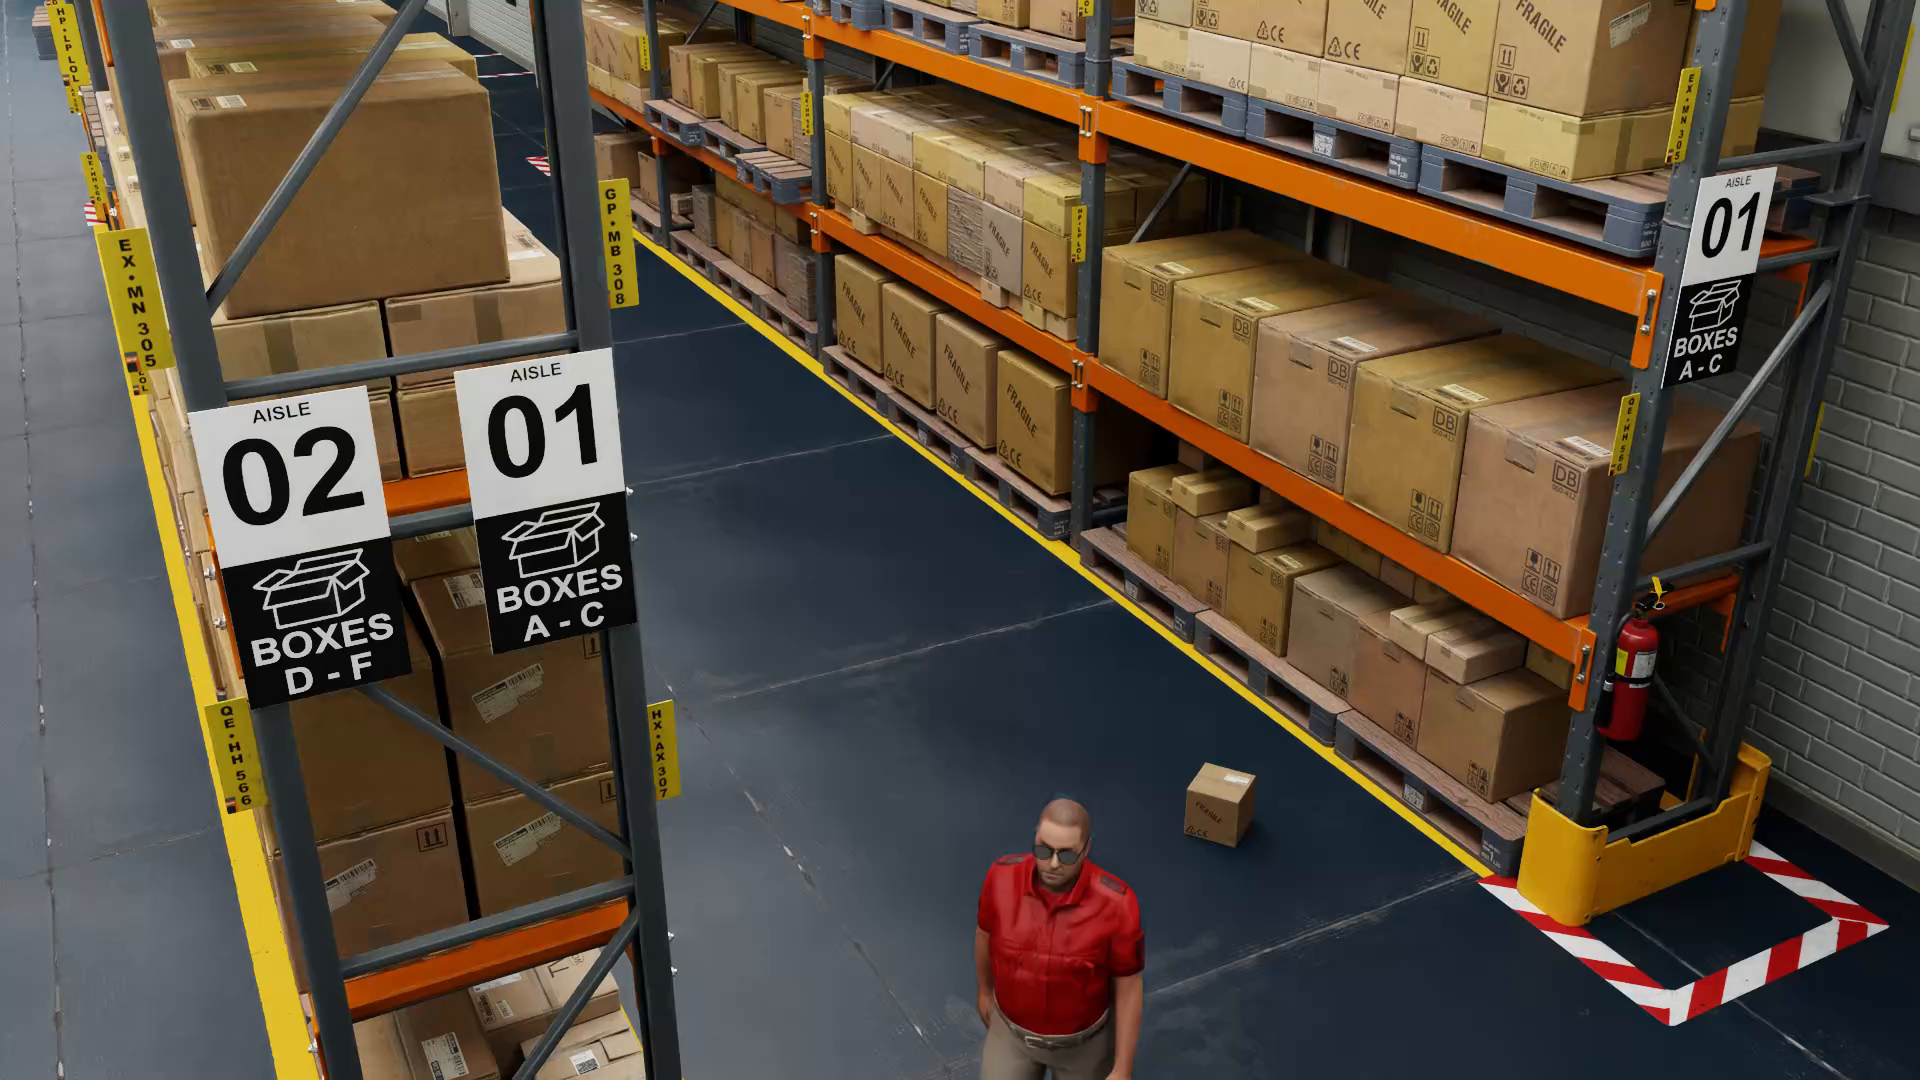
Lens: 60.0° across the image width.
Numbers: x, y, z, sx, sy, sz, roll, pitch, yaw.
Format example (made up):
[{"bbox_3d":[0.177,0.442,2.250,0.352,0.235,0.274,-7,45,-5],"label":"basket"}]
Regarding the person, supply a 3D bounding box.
[{"bbox_3d":[0.290,1.608,5.283,0.585,1.798,0.504,7,26,15],"label":"person"}]
